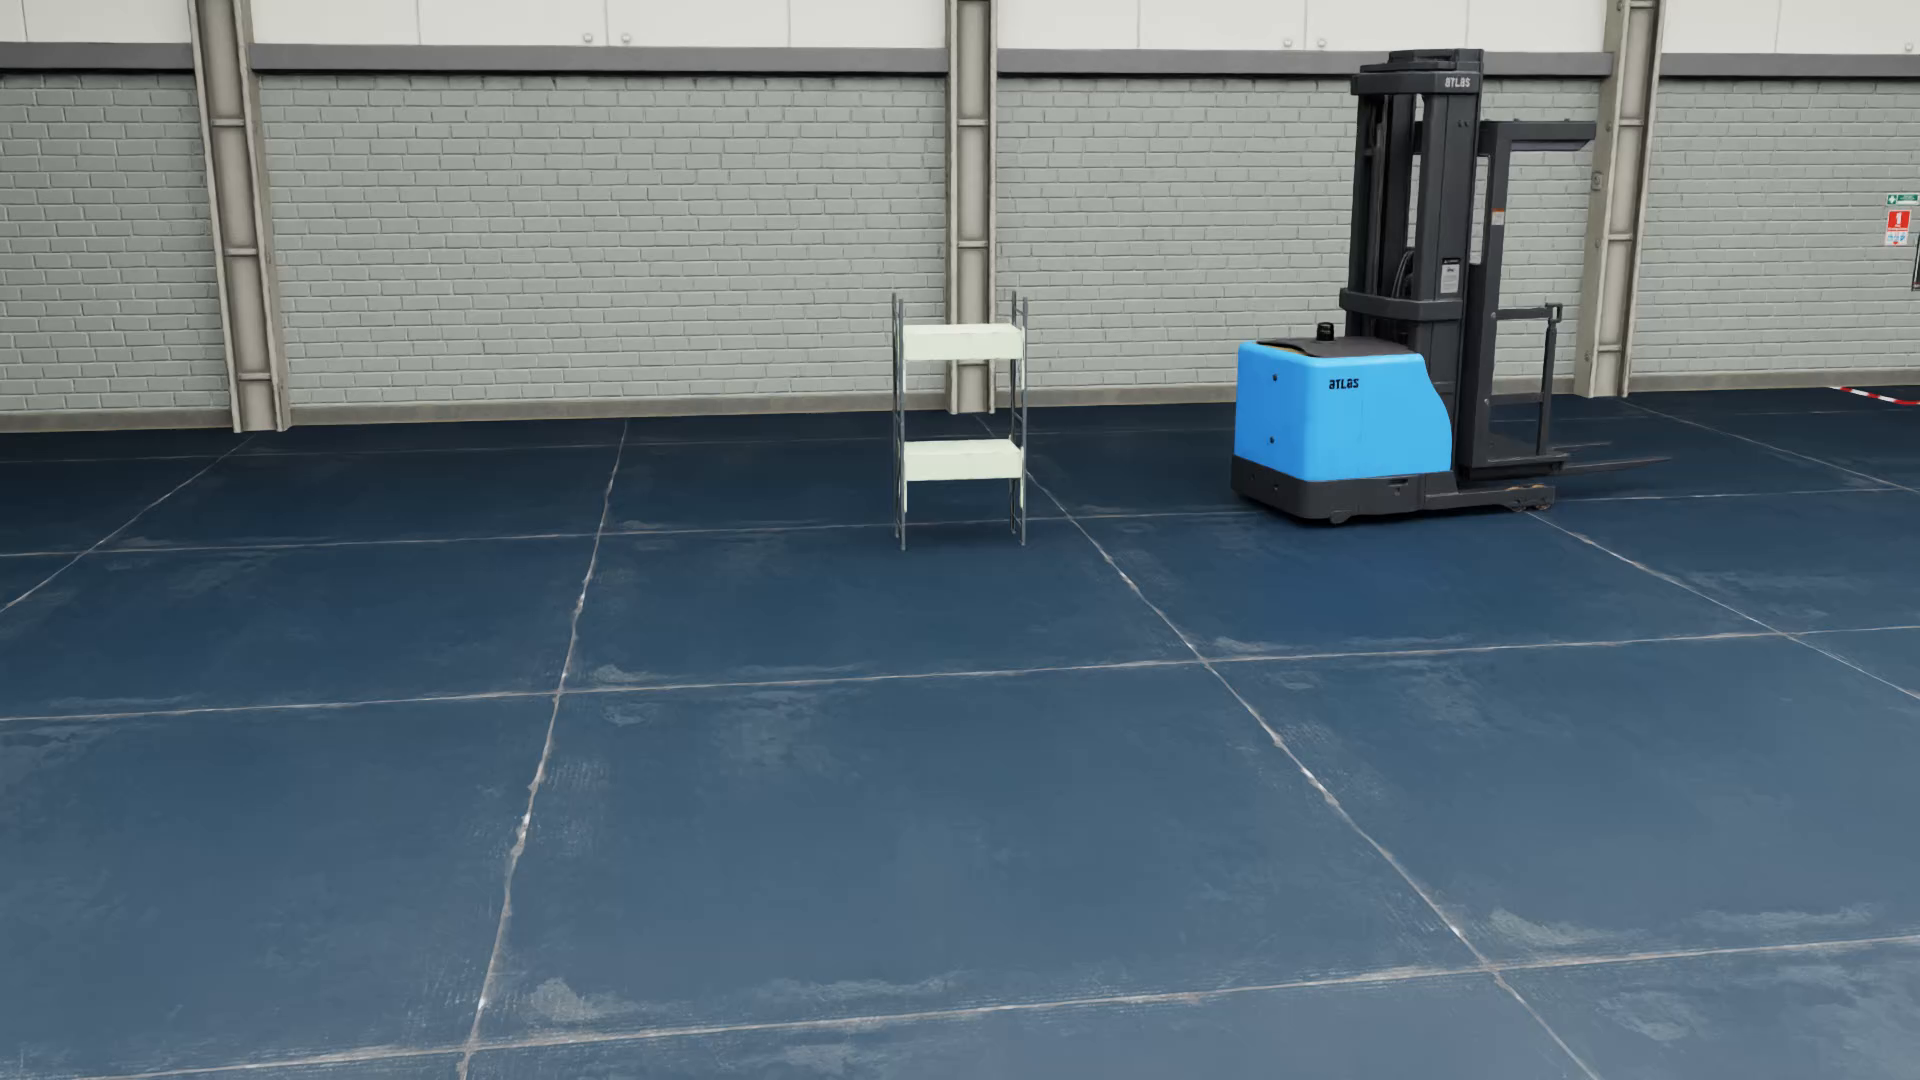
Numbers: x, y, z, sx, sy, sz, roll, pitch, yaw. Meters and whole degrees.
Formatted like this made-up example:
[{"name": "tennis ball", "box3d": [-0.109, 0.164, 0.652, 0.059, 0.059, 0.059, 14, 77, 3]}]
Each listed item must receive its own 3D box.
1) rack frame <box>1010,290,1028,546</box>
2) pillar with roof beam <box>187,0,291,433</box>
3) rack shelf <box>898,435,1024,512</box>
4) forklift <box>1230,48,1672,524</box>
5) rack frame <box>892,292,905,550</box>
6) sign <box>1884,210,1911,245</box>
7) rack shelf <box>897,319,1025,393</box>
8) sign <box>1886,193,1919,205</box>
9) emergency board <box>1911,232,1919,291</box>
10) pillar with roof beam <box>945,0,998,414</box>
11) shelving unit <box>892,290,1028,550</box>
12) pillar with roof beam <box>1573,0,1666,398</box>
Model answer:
[{"name": "rack frame", "box3d": [0.355, -0.740, 10.091, 0.023, 1.500, 0.400, -2, 14, -8]}, {"name": "pillar with roof beam", "box3d": [-5.198, -4.261, 8.713, 0.400, 9.000, 9.100, -2, 14, -8]}, {"name": "rack shelf", "box3d": [-0.007, -0.411, 10.118, 0.720, 0.370, 0.431, -2, 14, -8]}, {"name": "forklift", "box3d": [3.415, -1.722, 11.061, 3.031, 2.935, 1.130, -5, 15, -19]}, {"name": "rack frame", "box3d": [-0.369, -0.714, 9.986, 0.023, 1.500, 0.400, -2, 14, -8]}, {"name": "sign", "box3d": [8.948, -2.981, 15.867, 0.234, 0.329, 0.001, -2, 14, -8]}, {"name": "rack shelf", "box3d": [-0.007, -1.106, 9.943, 0.720, 0.370, 0.431, -2, 14, -8]}, {"name": "sign", "box3d": [8.954, -3.236, 15.795, 0.331, 0.109, 0.001, -2, 14, -8]}, {"name": "emergency board", "box3d": [9.499, -2.963, 15.868, 0.626, 1.169, 0.157, -2, 14, -8]}, {"name": "pillar with roof beam", "box3d": [0.735, -4.478, 9.580, 0.400, 9.000, 9.100, -2, 14, -8]}, {"name": "shelving unit", "box3d": [-0.007, -0.727, 10.038, 0.755, 1.500, 0.431, -2, 14, -8]}, {"name": "pillar with roof beam", "box3d": [6.668, -4.696, 10.447, 0.400, 9.000, 9.100, -2, 14, -8]}]
